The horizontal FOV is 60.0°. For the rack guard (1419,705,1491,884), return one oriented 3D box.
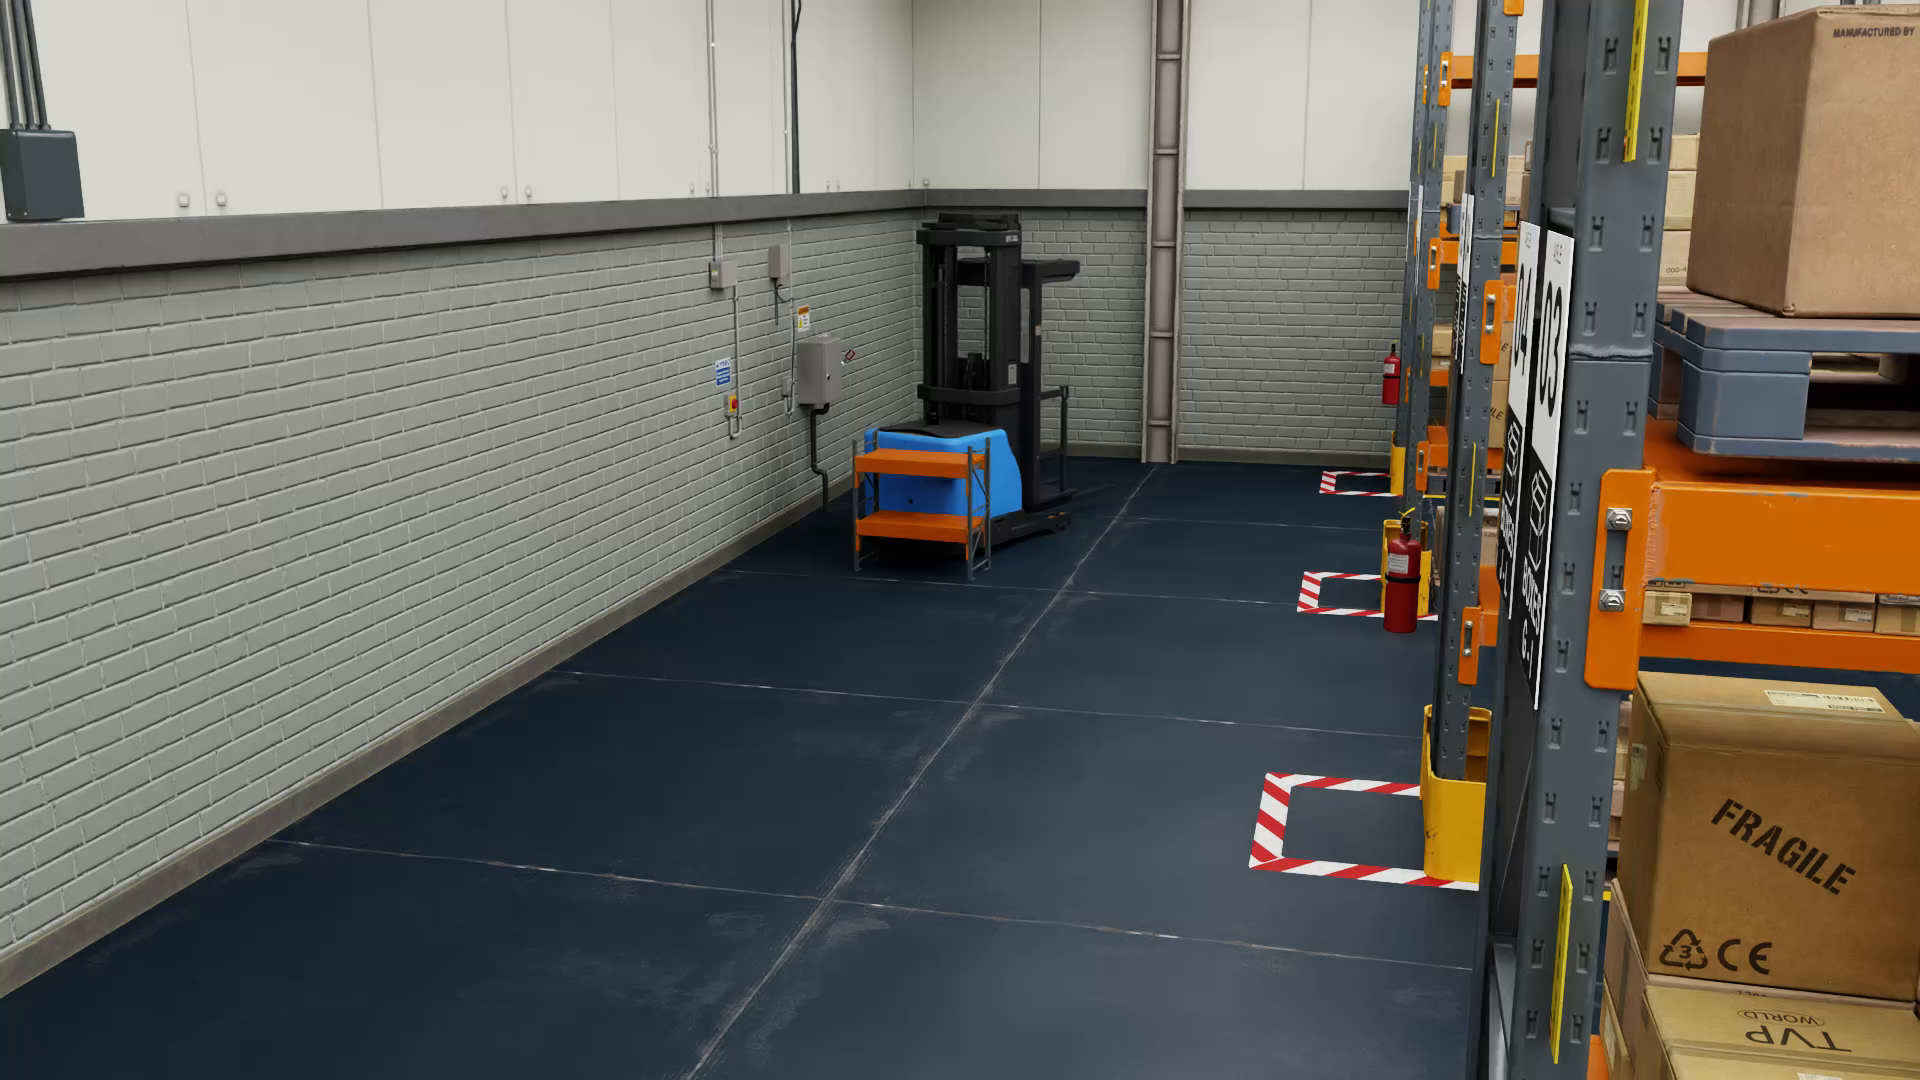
[{"bbox_3d":[2.528,1.258,8.408,0.348,0.500,1.175,3,13,14],"label":"rack guard"}]

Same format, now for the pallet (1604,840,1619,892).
[{"bbox_3d":[3.308,1.449,8.216,1.213,0.211,1.003,3,13,14],"label":"pallet"}]

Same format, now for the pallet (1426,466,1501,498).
[{"bbox_3d":[5.576,-0.650,17.675,1.213,0.211,1.003,3,13,14],"label":"pallet"}]

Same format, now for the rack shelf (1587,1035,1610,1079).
[{"bbox_3d":[3.110,1.527,3.087,4.000,0.370,1.077,3,13,14],"label":"rack shelf"}]

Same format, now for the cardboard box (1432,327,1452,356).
[{"bbox_3d":[5.104,-2.048,17.198,0.500,0.250,0.500,3,13,14],"label":"cardboard box"}]

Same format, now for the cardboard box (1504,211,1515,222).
[{"bbox_3d":[5.487,-3.307,16.871,0.250,0.149,0.380,3,13,14],"label":"cardboard box"}]

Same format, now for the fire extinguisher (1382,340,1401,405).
[{"bbox_3d":[4.474,-1.747,17.221,0.183,0.674,0.296,3,13,14],"label":"fire extinguisher"}]

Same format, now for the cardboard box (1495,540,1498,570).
[{"bbox_3d":[2.839,0.114,8.374,0.250,0.149,0.380,3,13,14],"label":"cardboard box"}]

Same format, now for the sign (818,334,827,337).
[{"bbox_3d":[-1.376,-1.802,16.651,0.001,0.494,0.329,3,13,14],"label":"sign"}]

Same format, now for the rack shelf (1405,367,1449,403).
[{"bbox_3d":[6.670,-1.601,17.186,4.000,0.370,1.077,3,13,14],"label":"rack shelf"}]

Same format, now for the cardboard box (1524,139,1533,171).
[{"bbox_3d":[2.848,-1.840,7.950,0.250,0.149,0.380,3,13,13],"label":"cardboard box"}]

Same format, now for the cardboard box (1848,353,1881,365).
[{"bbox_3d":[4.472,-0.598,7.780,0.500,0.500,0.500,3,13,12],"label":"cardboard box"}]

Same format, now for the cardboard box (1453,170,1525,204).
[{"bbox_3d":[4.001,-2.653,12.485,0.500,0.250,0.500,2,13,8],"label":"cardboard box"}]

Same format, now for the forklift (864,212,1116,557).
[{"bbox_3d":[0.413,-1.550,15.455,1.130,2.935,3.031,9,15,35],"label":"forklift"}]

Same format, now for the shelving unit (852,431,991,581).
[{"bbox_3d":[-0.320,-0.298,13.981,1.048,1.125,0.538,4,13,19],"label":"shelving unit"}]

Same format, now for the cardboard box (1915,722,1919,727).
[{"bbox_3d":[4.772,1.011,7.990,0.250,0.149,0.380,3,13,11],"label":"cardboard box"}]

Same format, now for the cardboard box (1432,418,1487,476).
[{"bbox_3d":[5.299,-0.991,17.568,0.637,0.503,0.797,3,13,11],"label":"cardboard box"}]

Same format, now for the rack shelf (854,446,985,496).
[{"bbox_3d":[-0.320,-0.584,13.918,1.000,0.278,0.538,4,13,19],"label":"rack shelf"}]

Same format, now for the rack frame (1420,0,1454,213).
[{"bbox_3d":[3.542,-3.941,12.221,0.127,3.000,1.000,3,13,14],"label":"rack frame"}]

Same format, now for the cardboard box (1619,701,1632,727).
[{"bbox_3d":[3.259,0.930,8.357,0.250,0.149,0.380,3,13,15],"label":"cardboard box"}]

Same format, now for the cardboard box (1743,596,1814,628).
[{"bbox_3d":[3.738,0.276,7.644,0.250,0.149,0.380,3,13,13],"label":"cardboard box"}]

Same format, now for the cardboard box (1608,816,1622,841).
[{"bbox_3d":[3.160,1.312,8.009,0.250,0.149,0.380,3,13,13],"label":"cardboard box"}]

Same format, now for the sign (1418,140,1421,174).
[{"bbox_3d":[4.598,-3.833,16.642,0.005,0.325,0.100,3,13,14],"label":"sign"}]

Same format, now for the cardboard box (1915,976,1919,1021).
[{"bbox_3d":[2.194,0.996,3.480,0.500,0.250,0.500,3,13,13],"label":"cardboard box"}]

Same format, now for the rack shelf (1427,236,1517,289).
[{"bbox_3d":[5.484,-2.022,12.156,4.000,0.370,1.077,3,13,14],"label":"rack shelf"}]

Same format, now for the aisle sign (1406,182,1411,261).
[{"bbox_3d":[4.591,-3.267,17.032,0.004,0.787,0.394,3,13,14],"label":"aisle sign"}]

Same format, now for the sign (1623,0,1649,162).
[{"bbox_3d":[1.029,-0.742,2.525,0.005,0.325,0.100,3,13,14],"label":"sign"}]

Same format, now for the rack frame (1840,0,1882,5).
[{"bbox_3d":[8.611,-4.777,15.990,0.127,3.000,1.000,3,13,14],"label":"rack frame"}]

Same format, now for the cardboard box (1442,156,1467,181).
[{"bbox_3d":[5.099,-3.761,16.839,0.500,0.250,0.500,3,13,13],"label":"cardboard box"}]

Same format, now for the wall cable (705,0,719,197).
[{"bbox_3d":[-2.048,-4.177,13.284,0.029,3.000,0.463,3,13,14],"label":"wall cable"}]

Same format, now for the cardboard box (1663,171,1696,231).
[{"bbox_3d":[3.325,-1.497,7.322,0.500,0.250,0.500,3,13,13],"label":"cardboard box"}]

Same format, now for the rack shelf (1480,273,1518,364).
[{"bbox_3d":[4.396,-0.975,7.440,4.000,0.370,1.077,3,13,14],"label":"rack shelf"}]

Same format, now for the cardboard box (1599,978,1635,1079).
[{"bbox_3d":[1.593,1.144,3.733,0.250,0.149,0.380,3,13,15],"label":"cardboard box"}]

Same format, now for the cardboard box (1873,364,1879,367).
[{"bbox_3d":[4.313,-0.487,7.276,0.500,0.500,0.500,3,13,12],"label":"cardboard box"}]

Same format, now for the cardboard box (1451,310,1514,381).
[{"bbox_3d":[3.940,-1.464,12.369,0.500,0.500,0.500,3,13,12],"label":"cardboard box"}]

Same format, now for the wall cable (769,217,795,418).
[{"bbox_3d":[-1.609,-2.095,15.404,0.122,1.984,0.588,3,13,14],"label":"wall cable"}]

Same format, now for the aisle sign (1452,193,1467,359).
[{"bbox_3d":[2.455,-1.302,8.175,0.004,0.787,0.394,3,13,14],"label":"aisle sign"}]

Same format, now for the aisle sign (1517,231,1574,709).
[{"bbox_3d":[1.026,-0.138,2.928,0.004,0.787,0.394,3,13,14],"label":"aisle sign"}]

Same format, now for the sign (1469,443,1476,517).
[{"bbox_3d":[2.325,-0.274,7.547,0.005,0.325,0.100,3,13,14],"label":"sign"}]

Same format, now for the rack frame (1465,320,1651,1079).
[{"bbox_3d":[1.168,1.072,3.477,0.127,3.000,1.000,3,13,14],"label":"rack frame"}]

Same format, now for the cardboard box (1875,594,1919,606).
[{"bbox_3d":[4.319,-0.003,7.404,0.500,0.500,0.500,3,13,12],"label":"cardboard box"}]
